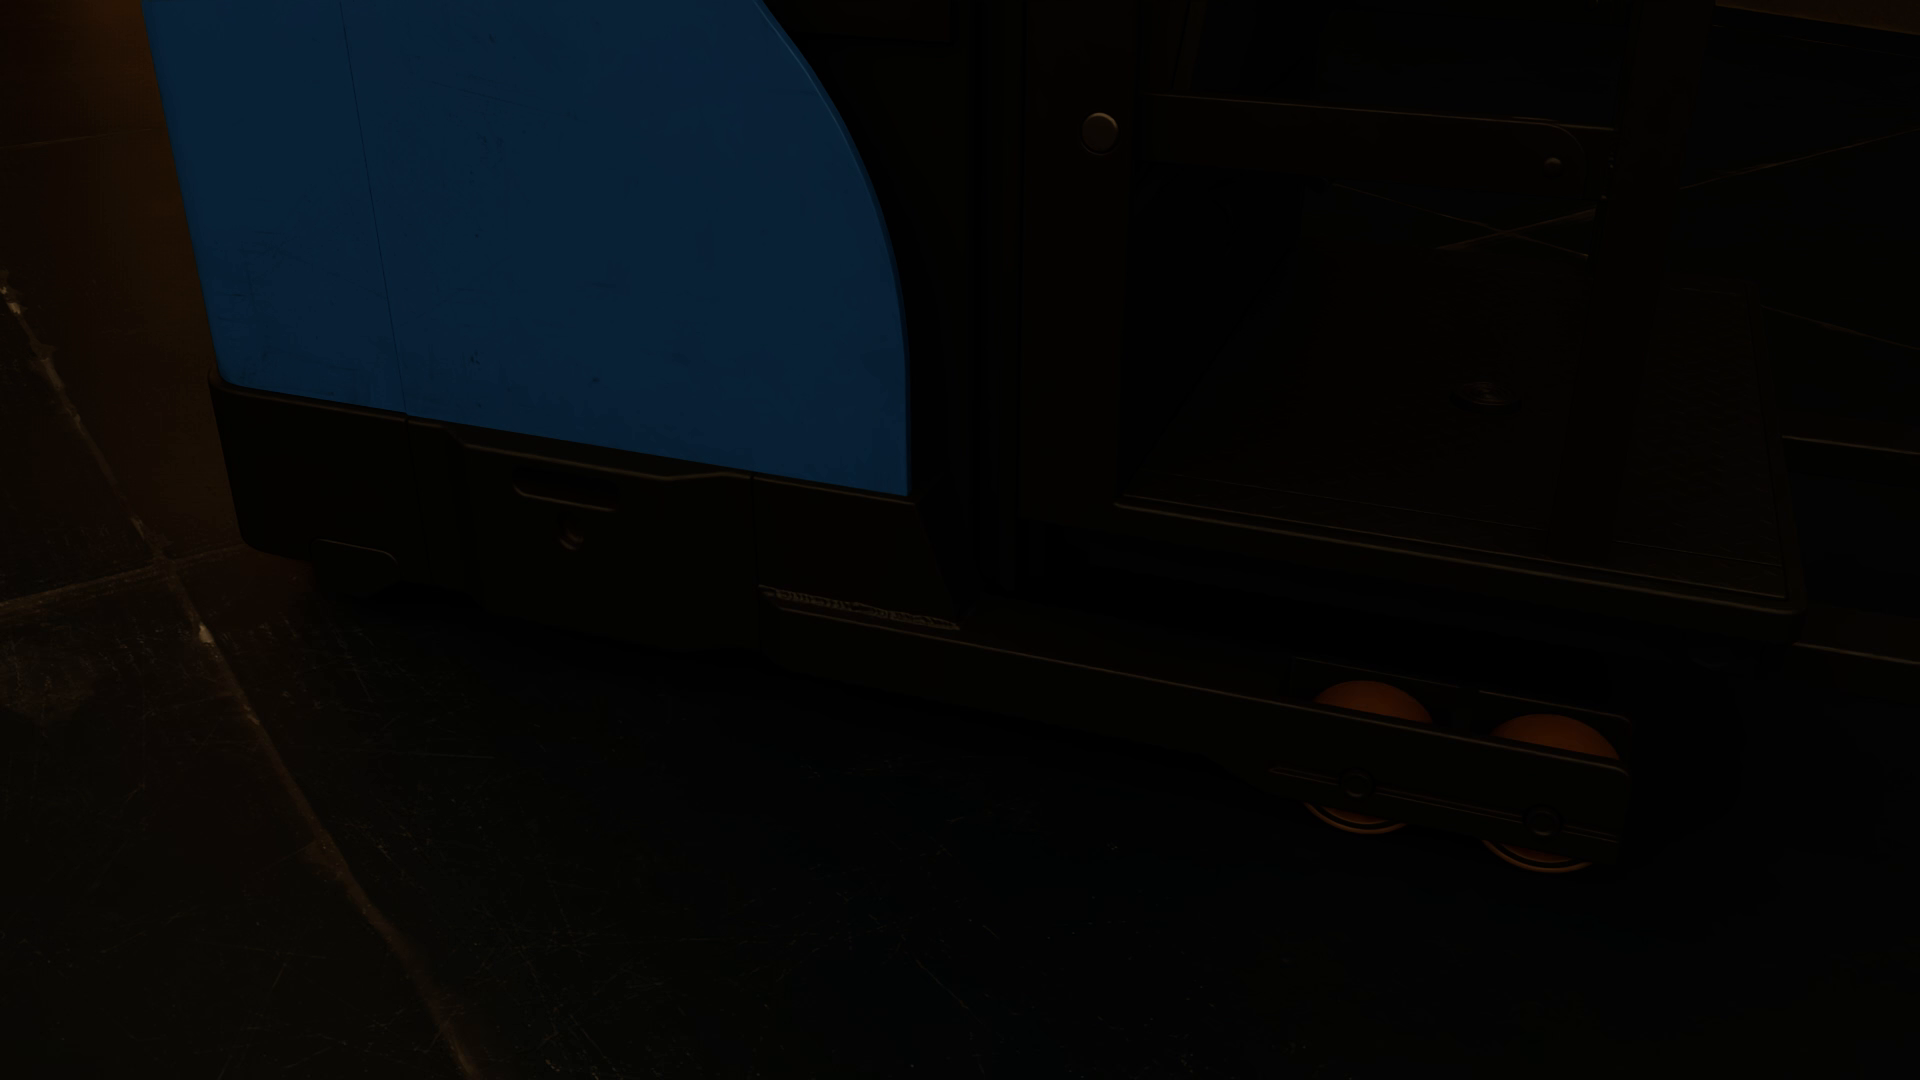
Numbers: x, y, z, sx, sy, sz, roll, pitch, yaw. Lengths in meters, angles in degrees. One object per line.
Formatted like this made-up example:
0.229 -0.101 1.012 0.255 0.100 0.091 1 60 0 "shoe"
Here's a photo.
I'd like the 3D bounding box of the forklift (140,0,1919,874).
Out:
0.545 -1.223 1.668 3.031 2.935 1.130 10 28 18 "forklift"
